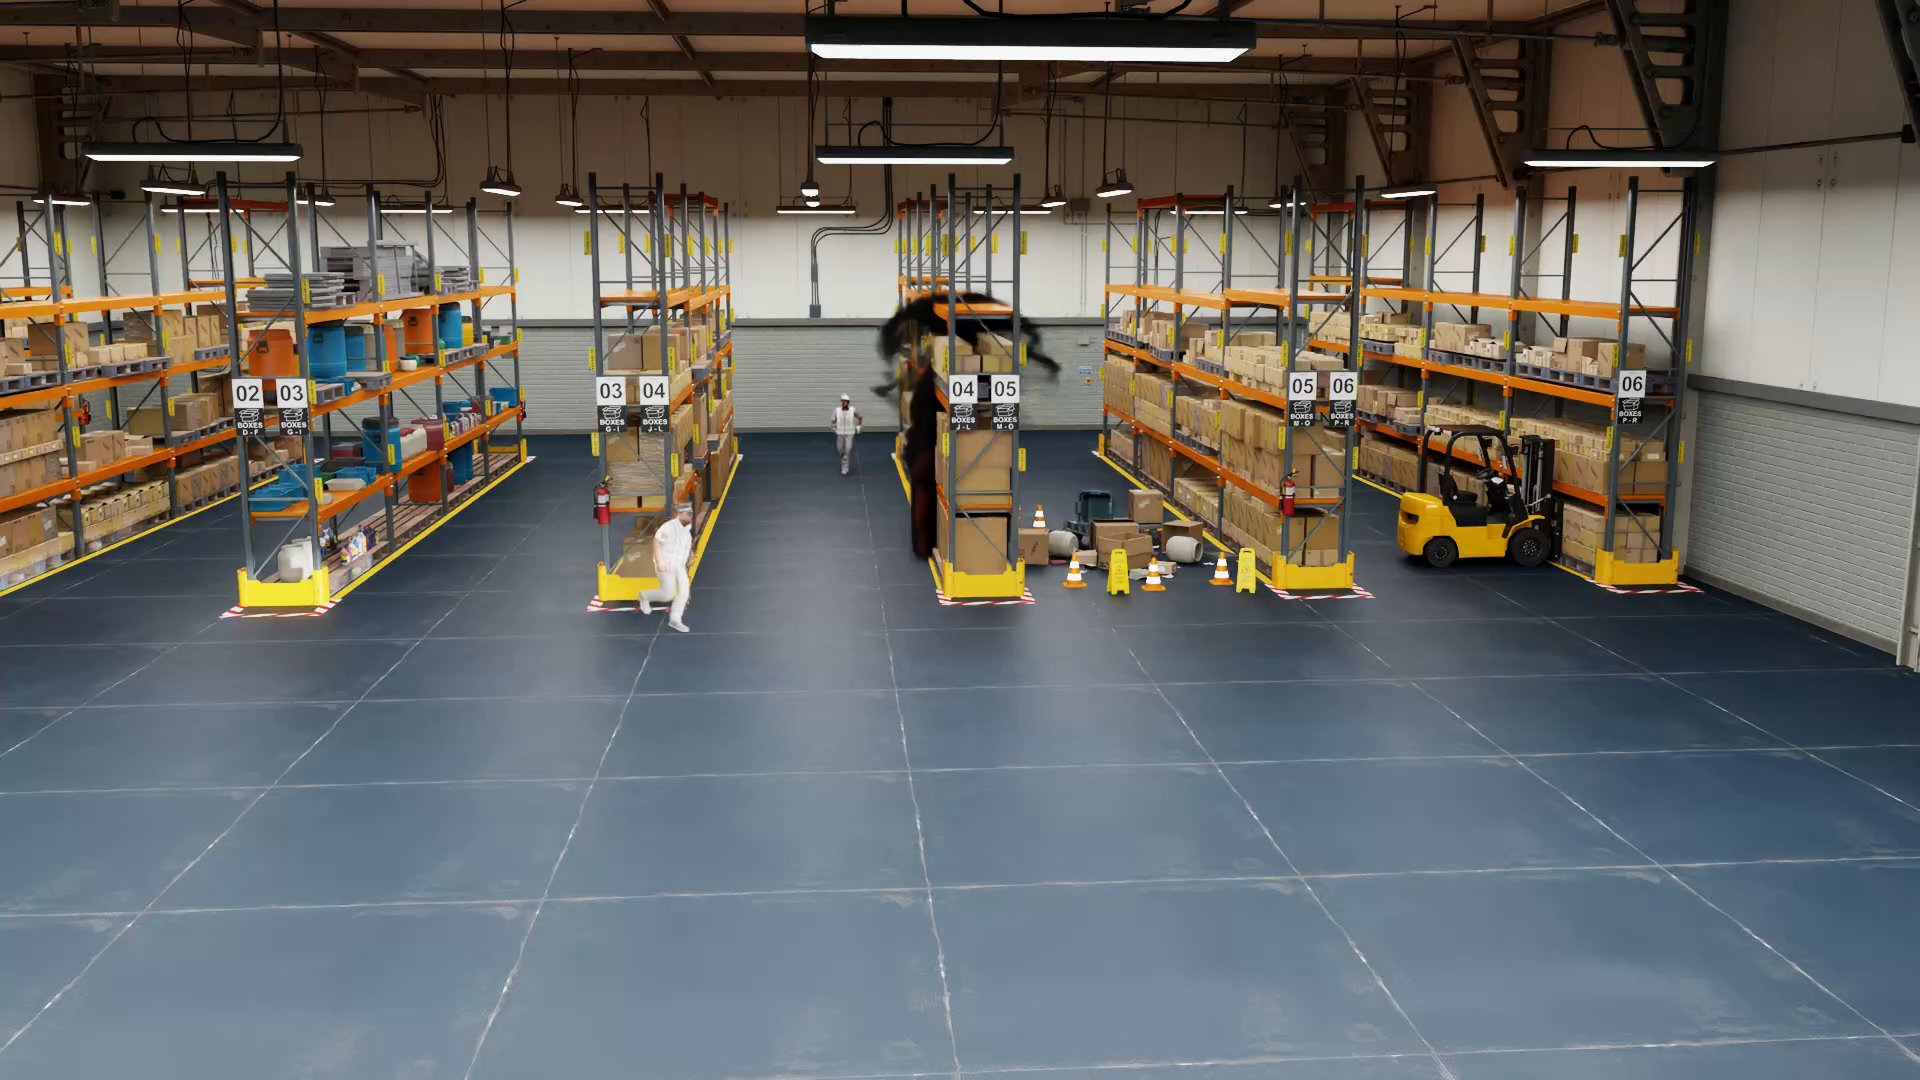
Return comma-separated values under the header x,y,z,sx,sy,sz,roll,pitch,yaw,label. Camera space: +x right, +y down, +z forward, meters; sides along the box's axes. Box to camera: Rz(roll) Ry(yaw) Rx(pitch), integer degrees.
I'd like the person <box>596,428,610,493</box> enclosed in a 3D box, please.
x,y,z,sx,sy,sz,roll,pitch,yaw,label
-7.023,-1.723,33.488,0.608,1.767,0.909,-1,10,-3,person

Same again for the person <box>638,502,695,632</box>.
x,y,z,sx,sy,sz,roll,pitch,yaw,label
-3.848,0.328,21.852,0.856,1.719,0.663,4,11,21,person

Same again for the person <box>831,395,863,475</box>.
x,y,z,sx,sy,sz,roll,pitch,yaw,label
-2.534,-2.343,36.981,0.696,1.759,0.950,1,10,4,person
